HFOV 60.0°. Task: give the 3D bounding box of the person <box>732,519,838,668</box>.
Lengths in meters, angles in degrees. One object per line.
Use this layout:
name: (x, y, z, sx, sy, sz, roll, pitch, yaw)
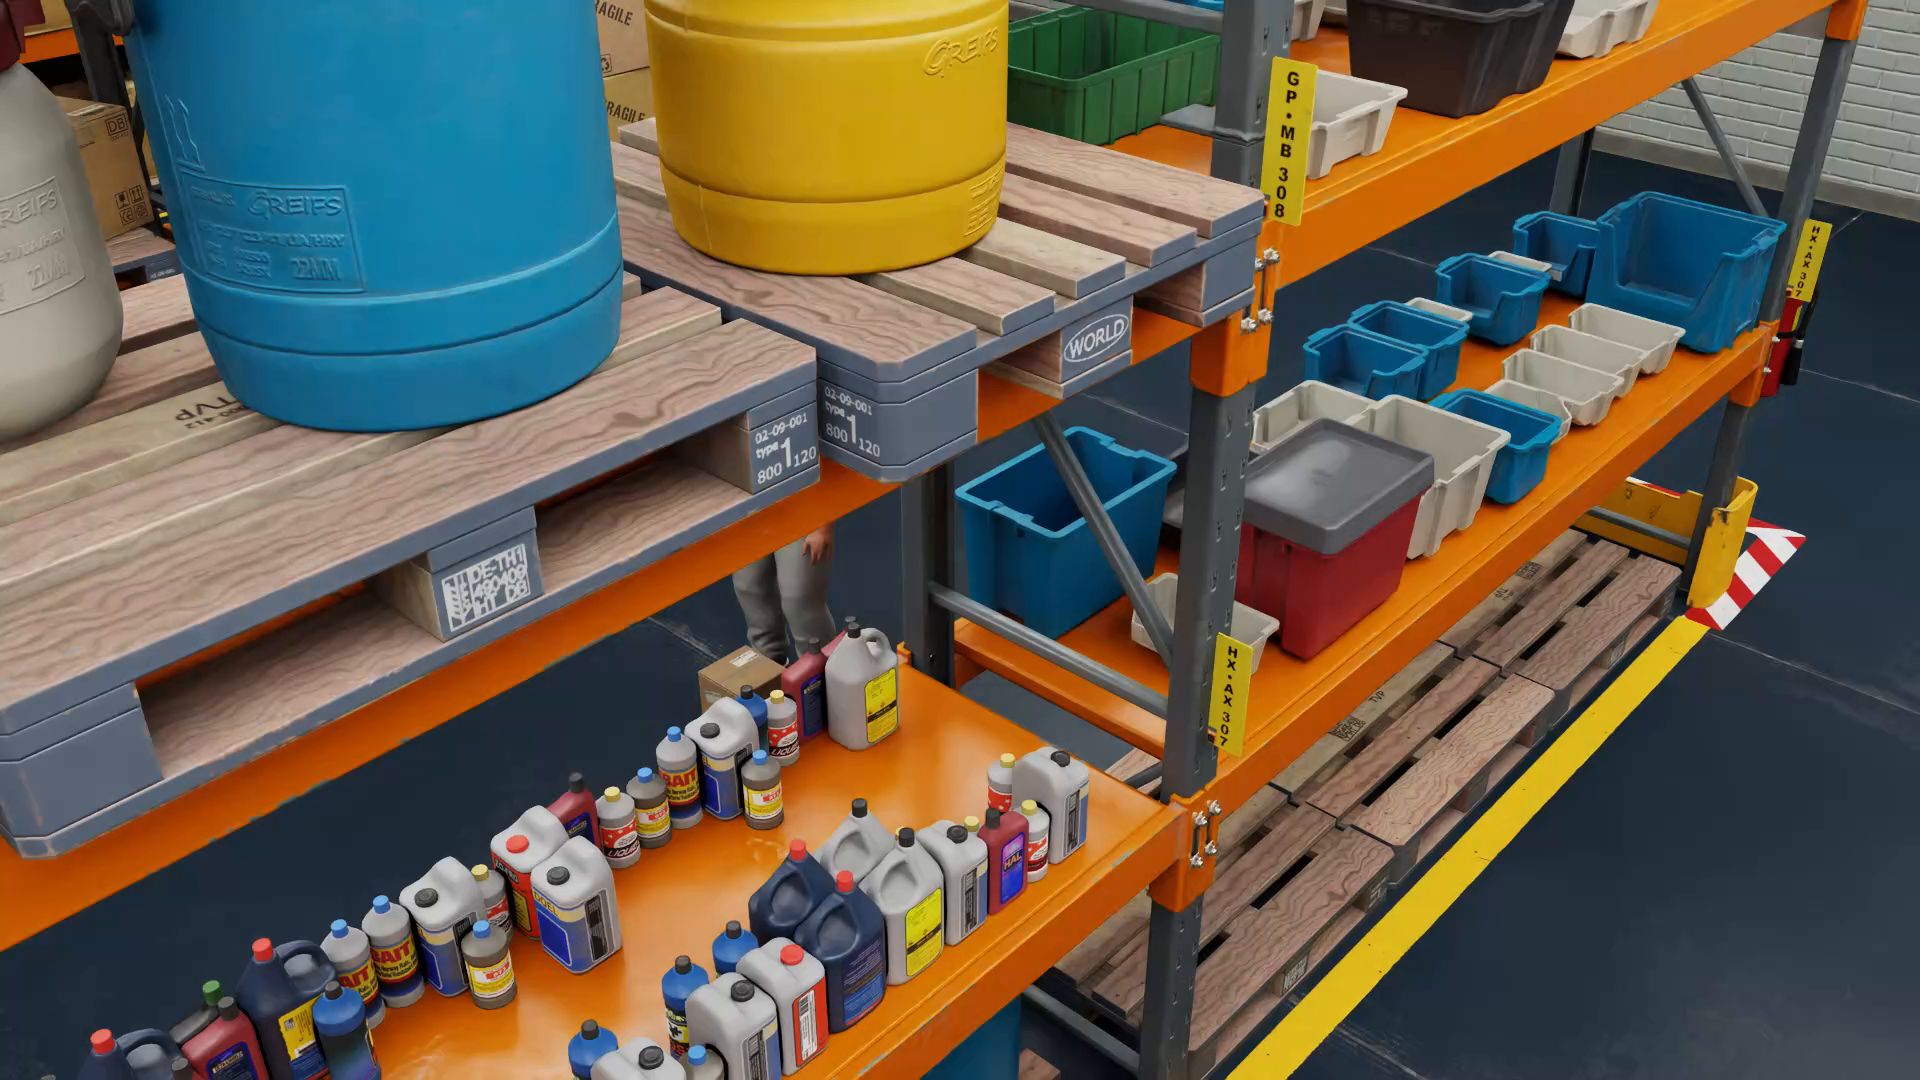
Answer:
person: (-0.672, -0.137, 6.354, 0.585, 1.747, 0.438, 25, 39, 35)
